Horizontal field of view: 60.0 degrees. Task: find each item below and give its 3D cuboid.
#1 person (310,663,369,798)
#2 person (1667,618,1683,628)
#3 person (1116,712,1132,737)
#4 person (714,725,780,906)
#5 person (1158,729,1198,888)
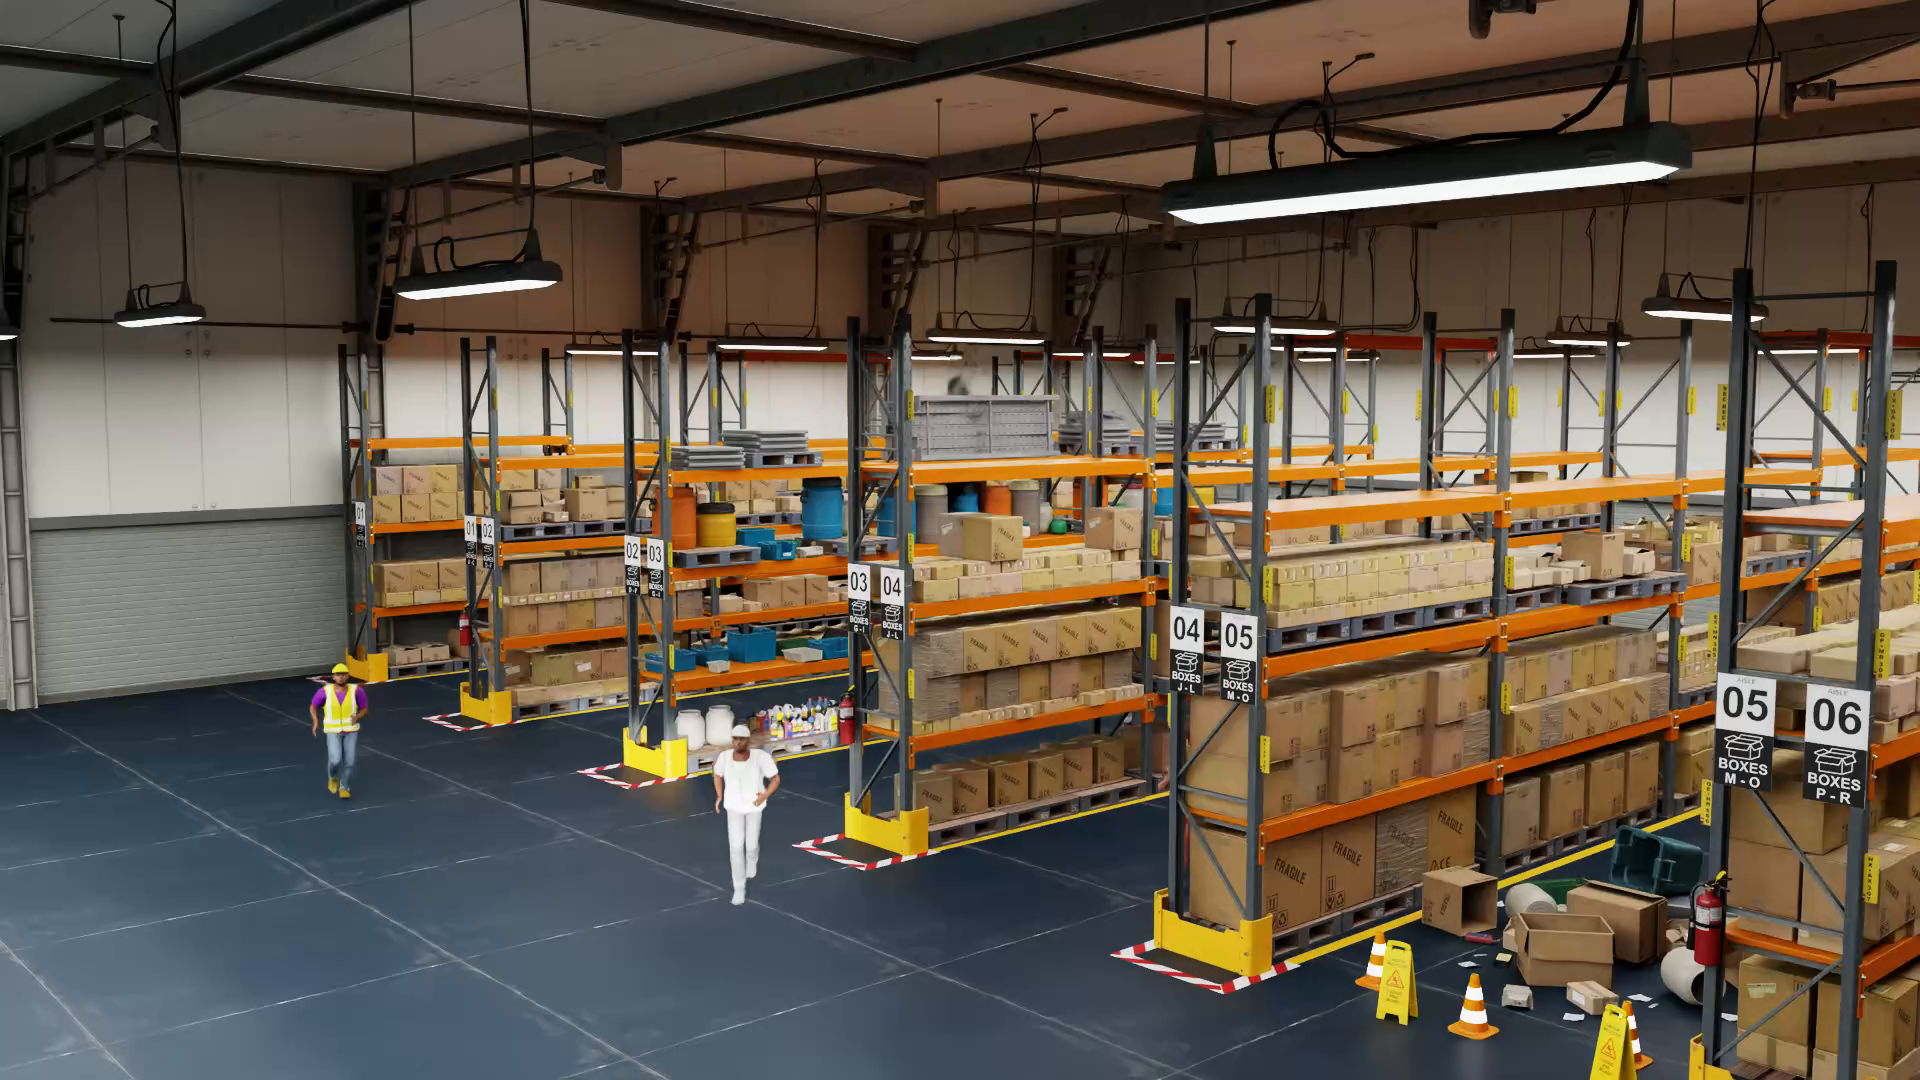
[{"bbox_3d":[-7.805,2.420,20.975,0.690,1.720,0.597,-2,6,-25],"label":"person"},{"bbox_3d":[10.835,2.027,25.087,0.979,1.813,0.695,-4,6,-36],"label":"person"},{"bbox_3d":[2.421,2.074,24.761,0.654,1.749,0.583,5,7,43],"label":"person"},{"bbox_3d":[-2.190,2.758,17.075,0.696,1.791,0.846,0,5,0],"label":"person"},{"bbox_3d":[2.383,2.774,17.293,0.967,1.668,0.549,-5,7,-43],"label":"person"}]
